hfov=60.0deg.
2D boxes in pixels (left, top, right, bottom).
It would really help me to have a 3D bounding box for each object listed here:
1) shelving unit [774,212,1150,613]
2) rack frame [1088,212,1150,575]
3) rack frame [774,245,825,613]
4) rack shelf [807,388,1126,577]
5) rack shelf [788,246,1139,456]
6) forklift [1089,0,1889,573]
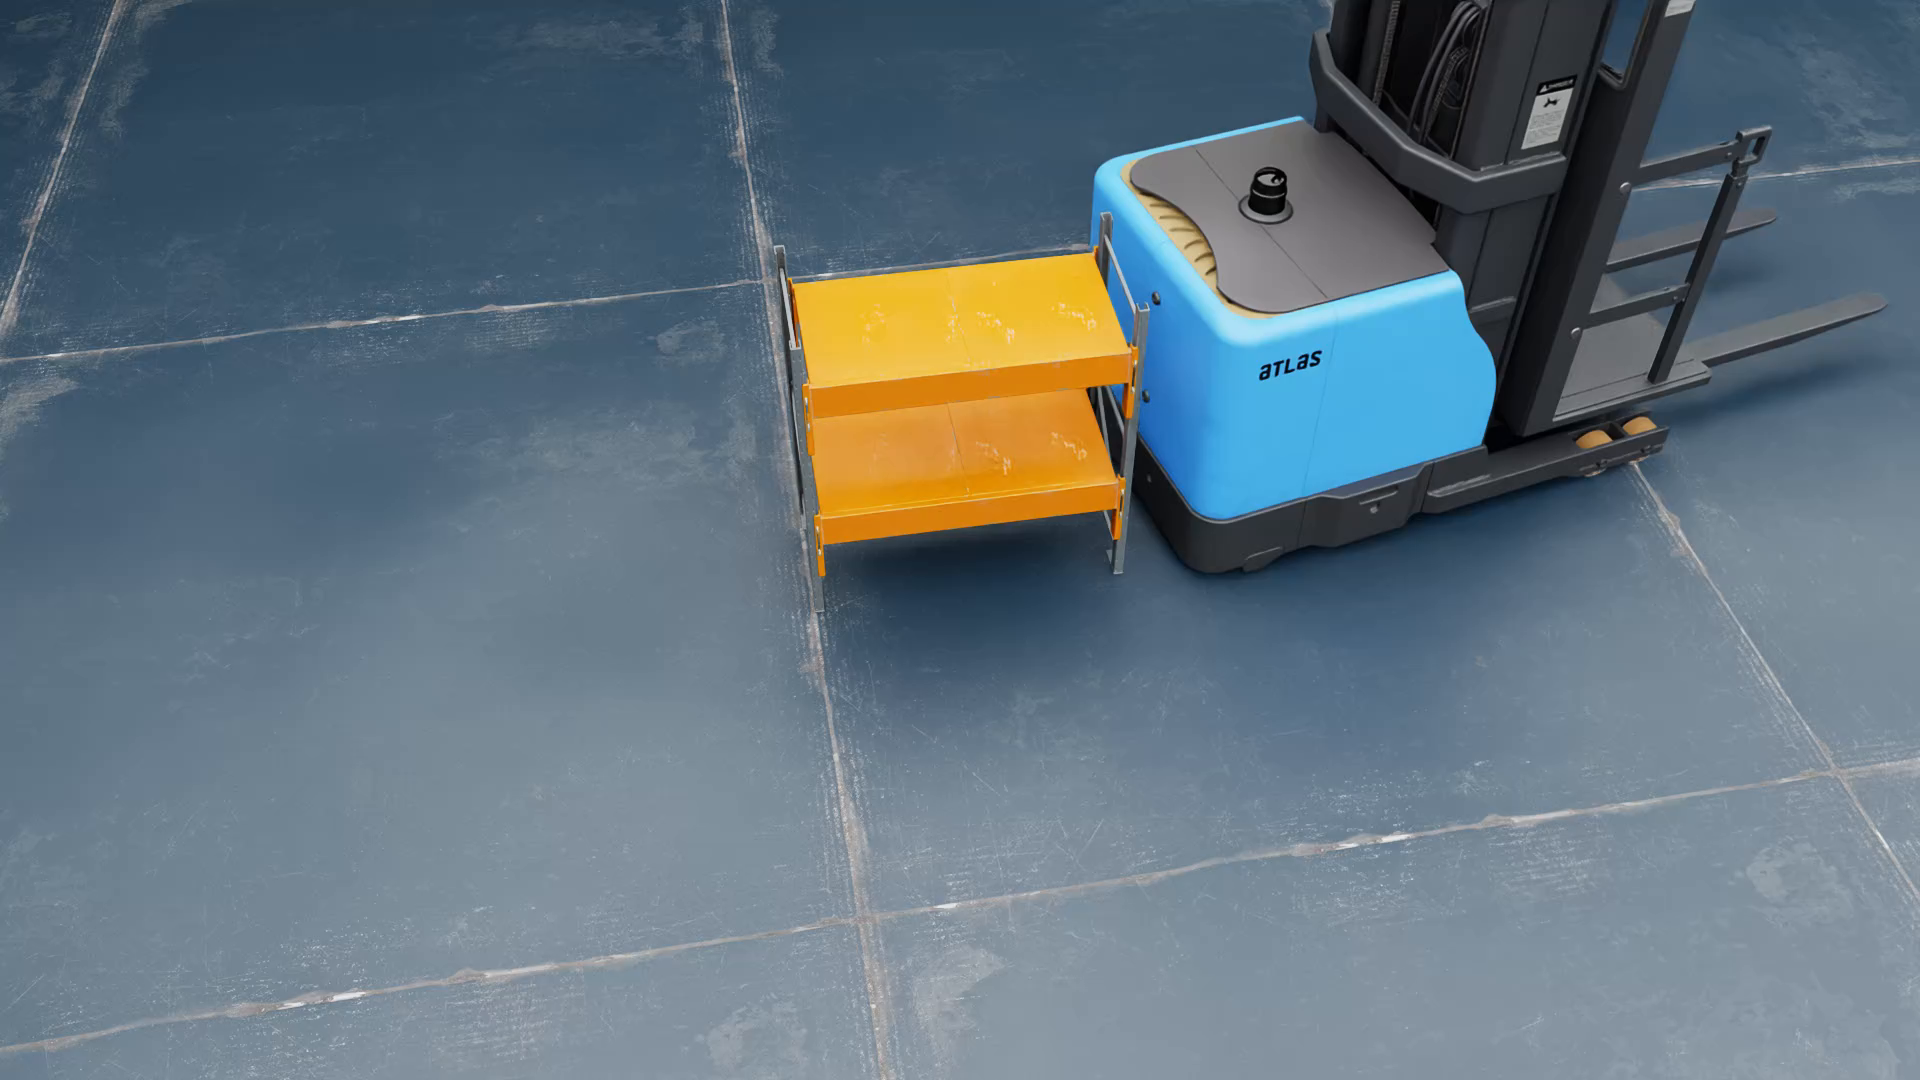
[{"bbox_3d":[-0.007,-0.389,5.344,1.048,1.125,0.538,-7,46,-7],"label":"shelving unit"},{"bbox_3d":[0.494,-0.452,5.404,0.032,1.125,0.500,-7,46,-7],"label":"rack frame"},{"bbox_3d":[-0.508,-0.327,5.284,0.032,1.125,0.500,-7,46,-7],"label":"rack frame"},{"bbox_3d":[-0.007,-0.220,5.520,1.000,0.278,0.538,-7,46,-7],"label":"rack shelf"},{"bbox_3d":[-0.007,-0.593,5.133,1.000,0.278,0.538,-7,46,-7],"label":"rack shelf"},{"bbox_3d":[1.997,-1.585,5.242,3.031,2.935,1.130,-16,48,-15],"label":"forklift"}]
